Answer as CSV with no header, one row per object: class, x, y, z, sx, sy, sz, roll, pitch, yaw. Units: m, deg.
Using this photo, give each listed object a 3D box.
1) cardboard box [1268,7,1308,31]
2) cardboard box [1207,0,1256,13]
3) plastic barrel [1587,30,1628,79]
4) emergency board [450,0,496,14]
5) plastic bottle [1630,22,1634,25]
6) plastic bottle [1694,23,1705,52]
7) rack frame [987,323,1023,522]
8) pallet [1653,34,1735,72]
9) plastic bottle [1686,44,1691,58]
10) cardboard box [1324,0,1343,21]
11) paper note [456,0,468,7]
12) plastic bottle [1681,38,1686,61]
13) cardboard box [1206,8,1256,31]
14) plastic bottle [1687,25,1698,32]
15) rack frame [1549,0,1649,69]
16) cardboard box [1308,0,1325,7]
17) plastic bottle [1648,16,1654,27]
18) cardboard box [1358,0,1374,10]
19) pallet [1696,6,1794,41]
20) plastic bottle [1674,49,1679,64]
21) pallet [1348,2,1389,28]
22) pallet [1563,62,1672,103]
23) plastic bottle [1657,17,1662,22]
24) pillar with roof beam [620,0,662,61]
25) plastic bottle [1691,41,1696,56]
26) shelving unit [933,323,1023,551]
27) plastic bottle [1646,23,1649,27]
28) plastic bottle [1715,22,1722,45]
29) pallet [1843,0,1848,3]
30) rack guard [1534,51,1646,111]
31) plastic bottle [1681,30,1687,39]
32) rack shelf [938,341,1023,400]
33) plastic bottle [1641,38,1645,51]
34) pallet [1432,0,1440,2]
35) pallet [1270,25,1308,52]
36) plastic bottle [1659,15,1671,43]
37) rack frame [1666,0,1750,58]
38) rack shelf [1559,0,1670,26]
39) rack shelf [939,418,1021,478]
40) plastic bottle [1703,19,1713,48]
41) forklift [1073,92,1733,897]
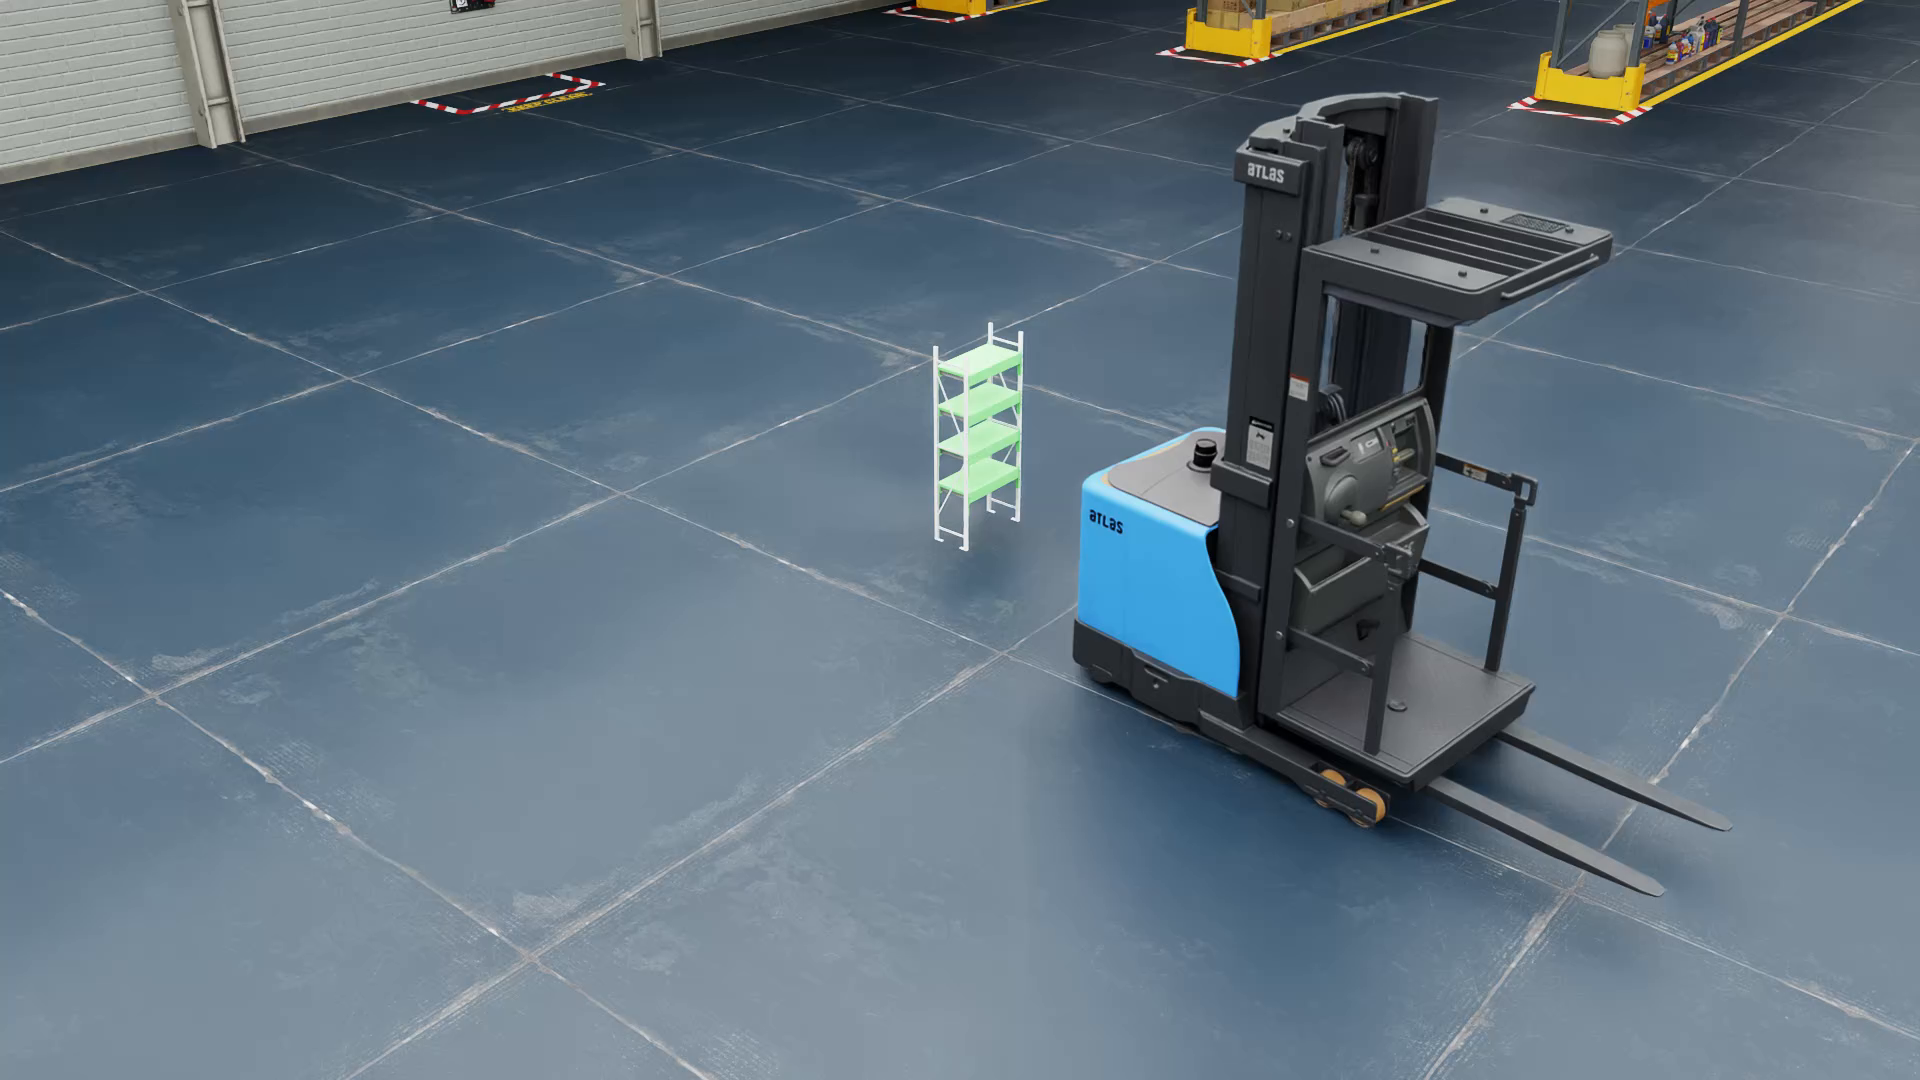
cardboard box,4.465,-7.237,23.011,0.500,0.250,0.500,21,34,34
cardboard box,3.748,-7.544,22.788,0.500,0.500,0.500,21,34,34
plastic barrel,7.816,-5.857,20.057,0.421,0.512,0.421,0,27,0
emergency board,-5.828,-6.924,19.869,0.194,1.169,0.643,21,34,34
plastic bottle,8.659,-6.508,21.470,0.144,0.351,0.185,22,35,36
plastic bottle,9.486,-6.462,21.380,0.144,0.351,0.185,21,34,34
rack frame,0.261,-0.678,9.755,0.240,1.200,0.015,21,34,34
pallet,9.542,-6.473,22.033,1.003,0.211,1.213,21,34,34
plastic bottle,9.195,-6.216,21.068,0.097,0.201,0.097,0,27,0
cardboard box,5.105,-7.590,23.693,0.500,0.250,0.500,21,34,34
paper note,-5.994,-6.490,19.989,0.016,0.148,0.142,21,34,34
plastic bottle,9.068,-6.176,20.915,0.097,0.271,0.097,0,27,0
cardboard box,3.750,-7.210,22.959,0.500,0.250,0.500,21,34,34
plastic bottle,9.561,-6.577,21.685,0.152,0.276,0.135,21,34,34
rack frame,7.457,-6.520,19.088,1.000,3.000,0.127,21,34,34
cardboard box,4.774,-7.751,23.188,0.500,0.500,0.500,21,34,34
plastic bottle,9.047,-6.725,21.889,0.144,0.351,0.185,19,33,32
cardboard box,5.729,-7.949,24.387,0.500,0.250,0.500,21,34,34
pallet,11.246,-7.424,23.870,1.003,0.211,1.213,21,34,34
plastic bottle,8.916,-6.061,20.767,0.097,0.201,0.097,0,27,0
pallet,5.643,-7.879,24.750,1.003,0.211,1.213,21,34,34
pallet,7.990,-5.608,20.361,1.003,0.211,1.213,21,34,34
plastic bottle,9.275,-6.816,22.146,0.152,0.276,0.135,22,35,36
pillar with roof beam,-0.905,-9.195,17.731,9.100,9.000,0.400,21,34,34
plastic bottle,9.326,-6.289,21.209,0.097,0.201,0.097,0,27,0
shelving unit,0.105,-0.592,9.588,0.258,1.200,0.503,21,34,34
plastic bottle,8.983,-6.626,21.785,0.097,0.271,0.097,0,27,0
plastic bottle,9.949,-6.660,21.836,0.061,0.283,0.133,23,35,37
pallet,13.791,-8.840,26.608,1.003,0.211,1.213,21,34,34
rack guard,7.469,-5.450,19.741,1.175,0.500,0.348,21,34,34
plastic bottle,9.297,-6.406,21.346,0.061,0.283,0.133,21,34,34
rack shelf,0.105,-0.961,9.397,0.258,0.148,0.480,21,34,34
plastic bottle,8.780,-6.422,21.466,0.097,0.201,0.097,0,27,0
pallet,7.395,-8.855,26.638,1.003,0.211,1.213,21,34,34
pallet,4.091,-7.013,23.077,1.003,0.211,1.213,21,34,34
plastic bottle,9.279,-6.750,21.937,0.144,0.351,0.185,21,34,34
rack frame,10.001,-7.938,21.829,1.000,3.000,0.127,21,34,34
rack shelf,8.729,-6.909,20.624,1.077,0.370,4.000,21,34,34
rack shelf,0.105,-0.535,9.617,0.258,0.148,0.480,21,34,34
plastic bottle,9.692,-6.576,21.601,0.144,0.351,0.185,19,33,32
forklift,1.952,-0.308,7.155,1.130,2.935,3.031,-24,36,-38
